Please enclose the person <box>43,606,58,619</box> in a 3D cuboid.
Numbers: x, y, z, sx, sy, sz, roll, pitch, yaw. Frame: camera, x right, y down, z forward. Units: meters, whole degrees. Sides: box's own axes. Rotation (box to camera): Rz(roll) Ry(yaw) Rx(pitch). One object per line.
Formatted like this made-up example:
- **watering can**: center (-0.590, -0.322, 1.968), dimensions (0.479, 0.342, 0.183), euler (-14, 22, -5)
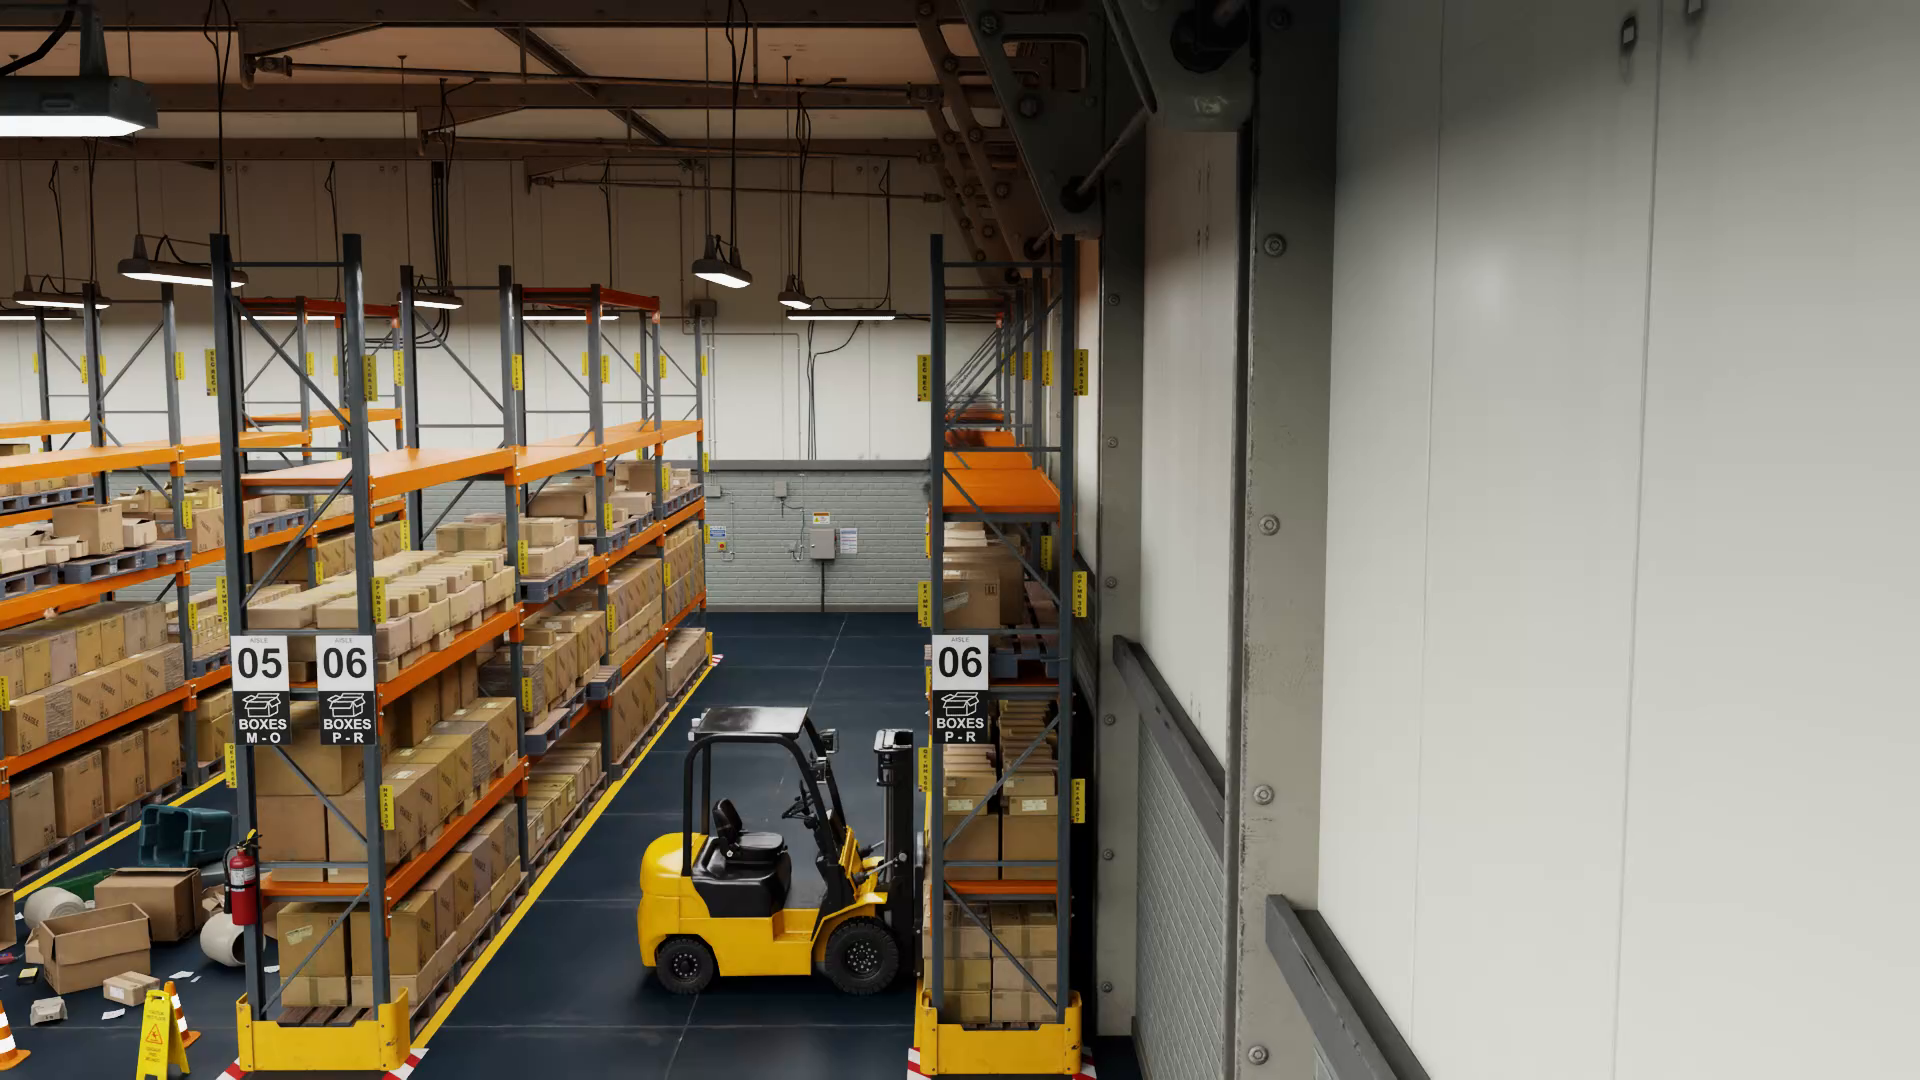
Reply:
- **person**: center (-12.800, 1.733, 23.463), dimensions (0.555, 1.709, 0.845), euler (-1, 6, -5)
